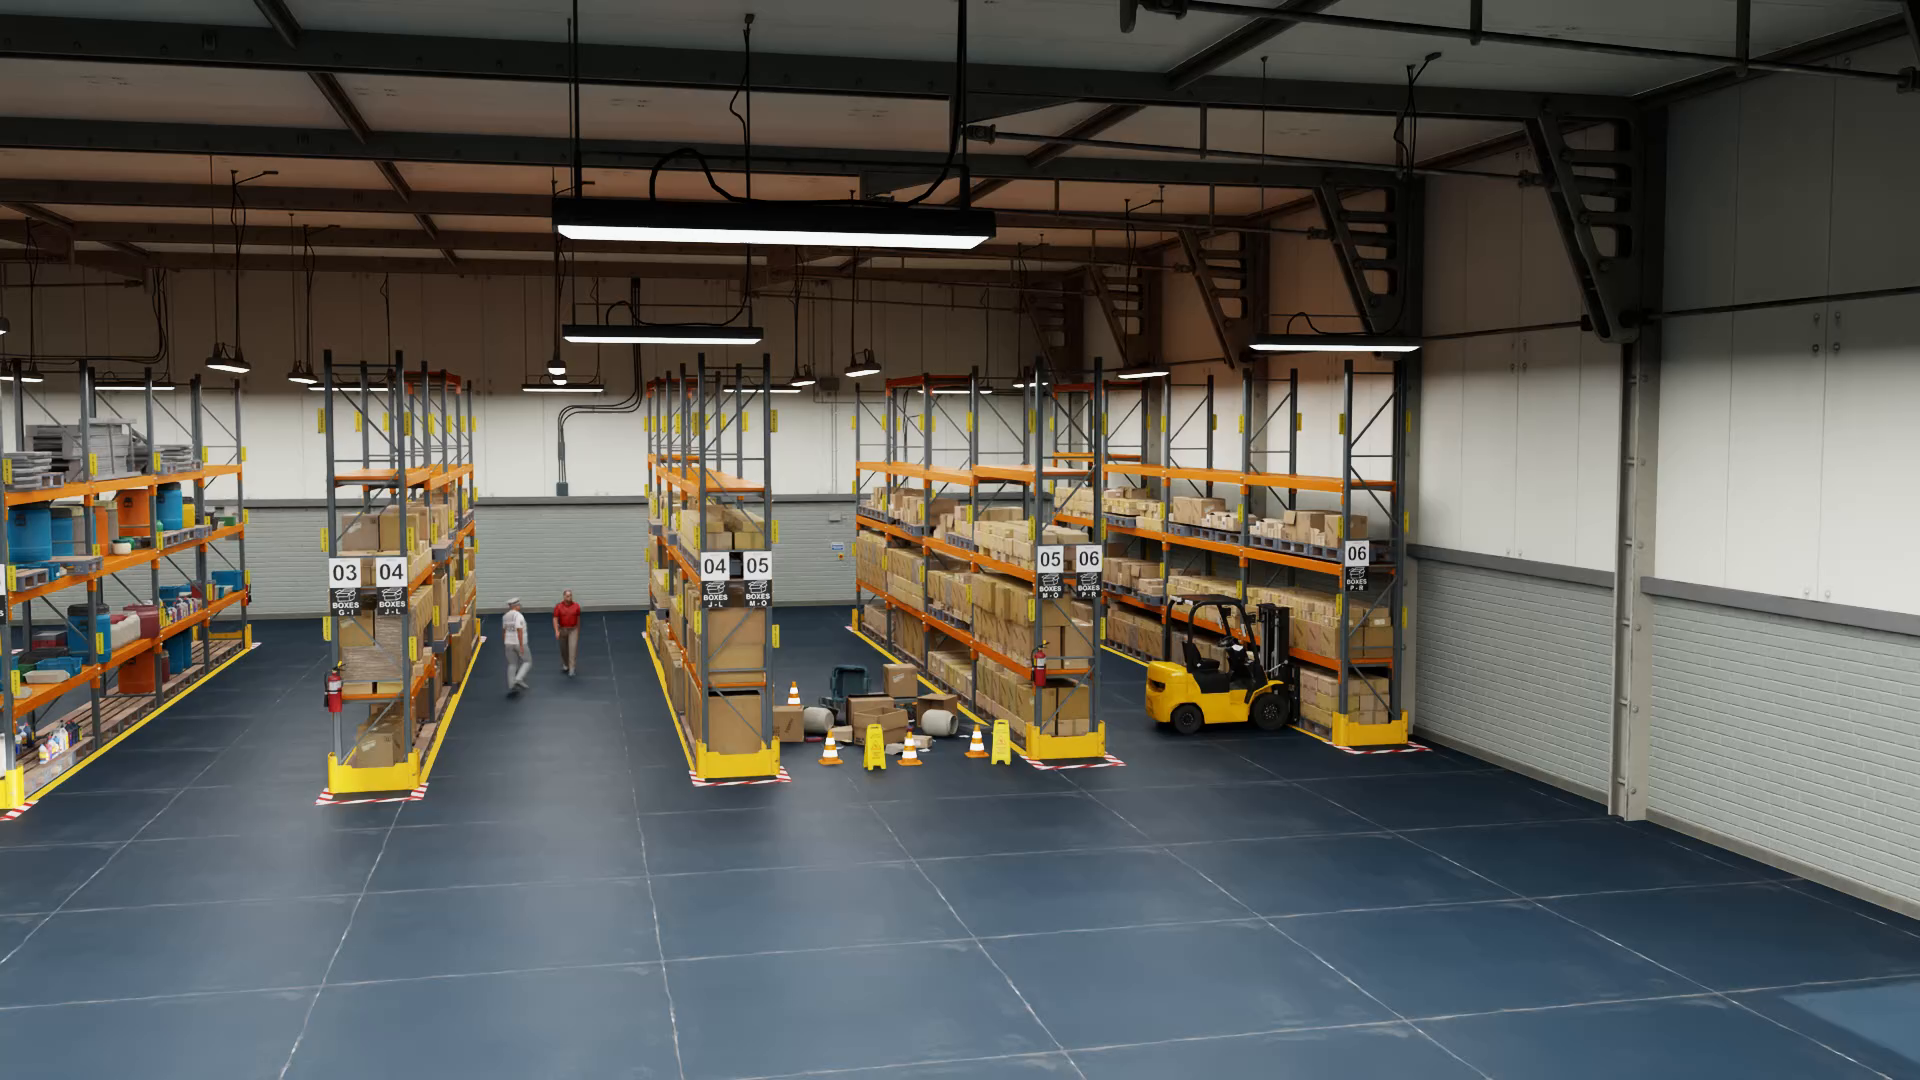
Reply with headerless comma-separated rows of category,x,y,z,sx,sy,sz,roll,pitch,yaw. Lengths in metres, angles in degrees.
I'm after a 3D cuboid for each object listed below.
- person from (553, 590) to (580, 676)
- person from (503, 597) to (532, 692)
person,-7.864,1.833,33.227,0.523,1.656,1.077,-1,4,-9
person,-8.299,1.956,31.059,0.595,1.757,0.534,1,4,14
